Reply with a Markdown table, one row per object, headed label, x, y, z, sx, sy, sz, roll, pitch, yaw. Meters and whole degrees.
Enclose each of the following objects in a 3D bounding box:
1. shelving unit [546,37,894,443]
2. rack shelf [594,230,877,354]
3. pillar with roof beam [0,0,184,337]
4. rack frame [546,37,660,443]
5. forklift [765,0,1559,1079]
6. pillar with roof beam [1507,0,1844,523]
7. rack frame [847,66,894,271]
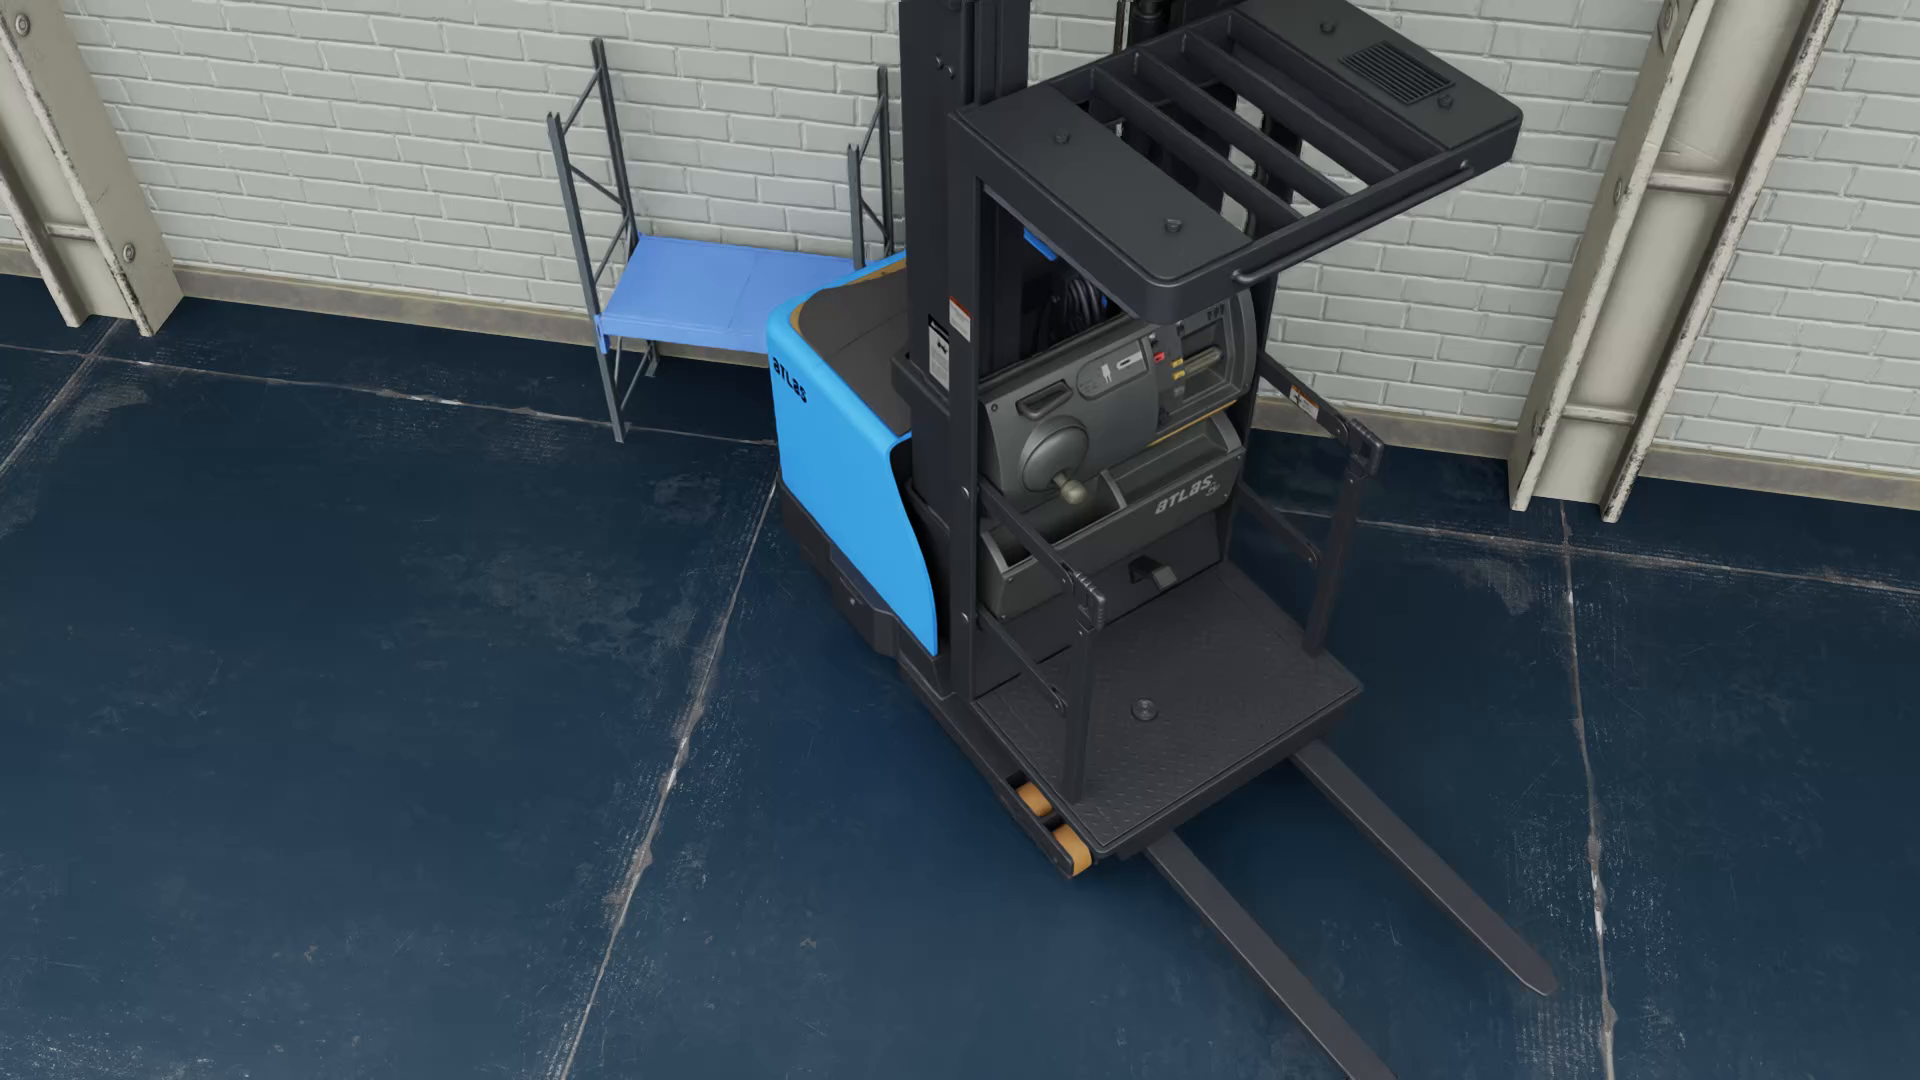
| label | x | y | z | sx | sy | sz | roll | pitch | yaw |
| --- | --- | --- | --- | --- | --- | --- | --- | --- | --- |
| shelving unit | -0.807 | -1.004 | 6.144 | 1.048 | 1.500 | 0.538 | 8 | 49 | 7 |
| rack shelf | -0.807 | -0.884 | 6.277 | 1.000 | 0.185 | 0.538 | 8 | 49 | 7 |
| pillar with roof beam | -4.343 | -0.854 | 0.967 | 0.400 | 9.000 | 9.100 | 8 | 49 | 7 |
| rack frame | -1.307 | -1.071 | 6.204 | 0.032 | 1.500 | 0.500 | 8 | 49 | 7 |
| forklift | 0.591 | -0.327 | 4.574 | 1.130 | 2.935 | 3.031 | -27 | 54 | -22 |
| pillar with roof beam | 1.561 | -0.060 | 0.254 | 0.400 | 9.000 | 9.100 | 8 | 49 | 7 |
| rack frame | -0.307 | -0.937 | 6.083 | 0.032 | 1.500 | 0.500 | 8 | 49 | 7 |
